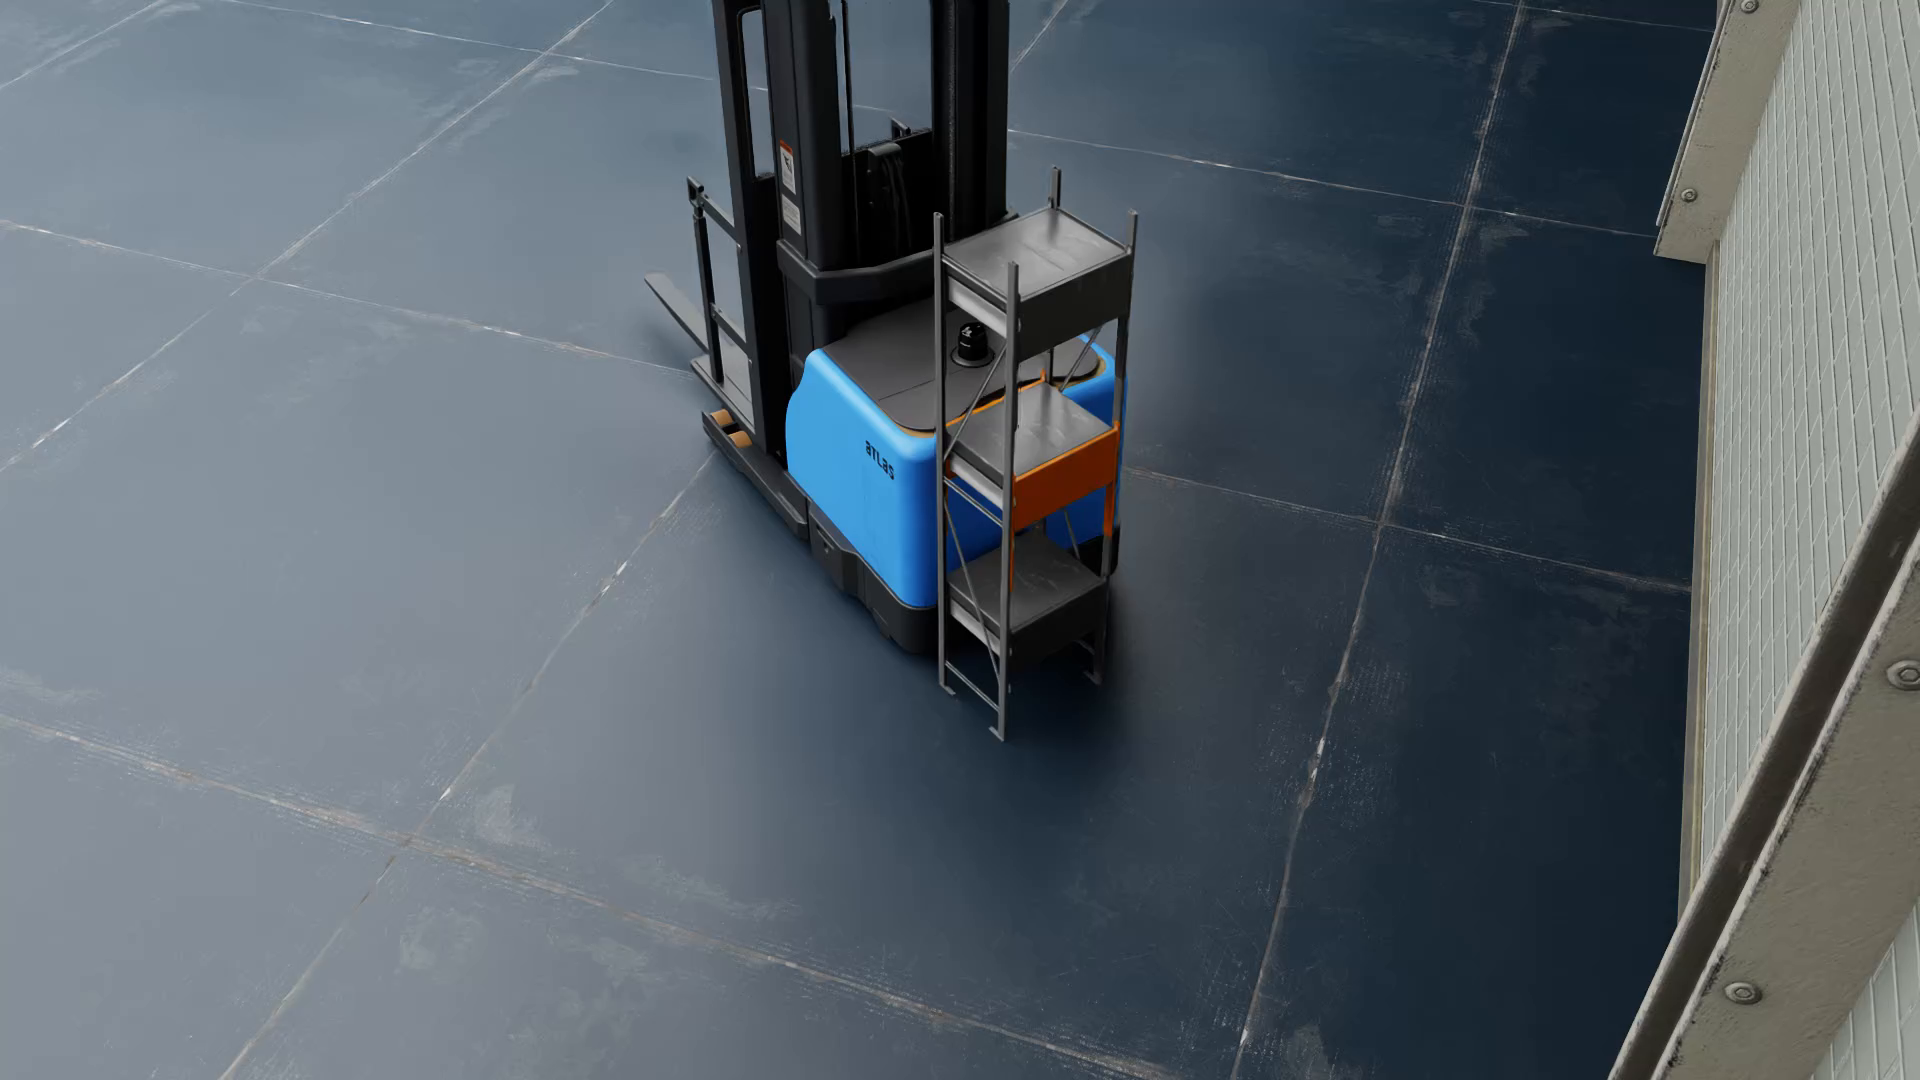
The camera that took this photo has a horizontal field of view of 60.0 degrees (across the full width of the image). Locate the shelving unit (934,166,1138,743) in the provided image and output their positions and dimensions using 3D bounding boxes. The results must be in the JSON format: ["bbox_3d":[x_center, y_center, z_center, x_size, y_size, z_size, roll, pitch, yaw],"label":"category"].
[{"bbox_3d":[0.239,-0.227,5.898,0.503,2.100,0.431,-27,47,-28],"label":"shelving unit"}]

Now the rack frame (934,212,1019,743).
[{"bbox_3d":[0.047,-0.128,5.783,0.015,2.100,0.400,-27,47,-28],"label":"rack frame"}]

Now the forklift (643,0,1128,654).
[{"bbox_3d":[-0.540,-1.595,6.861,1.130,2.935,3.031,-22,45,-24],"label":"forklift"}]

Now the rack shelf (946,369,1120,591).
[{"bbox_3d":[0.239,-0.216,5.907,0.480,0.518,0.431,-27,47,-28],"label":"rack shelf"}]

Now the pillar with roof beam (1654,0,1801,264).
[{"bbox_3d":[-0.049,-6.019,7.372,9.100,9.000,0.400,13,42,15],"label":"pillar with roof beam"}]

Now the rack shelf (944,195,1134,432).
[{"bbox_3d":[0.238,-0.749,5.452,0.480,0.518,0.431,-27,47,-28],"label":"rack shelf"}]

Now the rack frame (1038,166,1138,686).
[{"bbox_3d":[0.430,-0.325,6.013,0.015,2.100,0.400,-27,47,-28],"label":"rack frame"}]

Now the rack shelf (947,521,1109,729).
[{"bbox_3d":[0.239,0.316,6.361,0.480,0.518,0.431,-27,47,-28],"label":"rack shelf"}]
